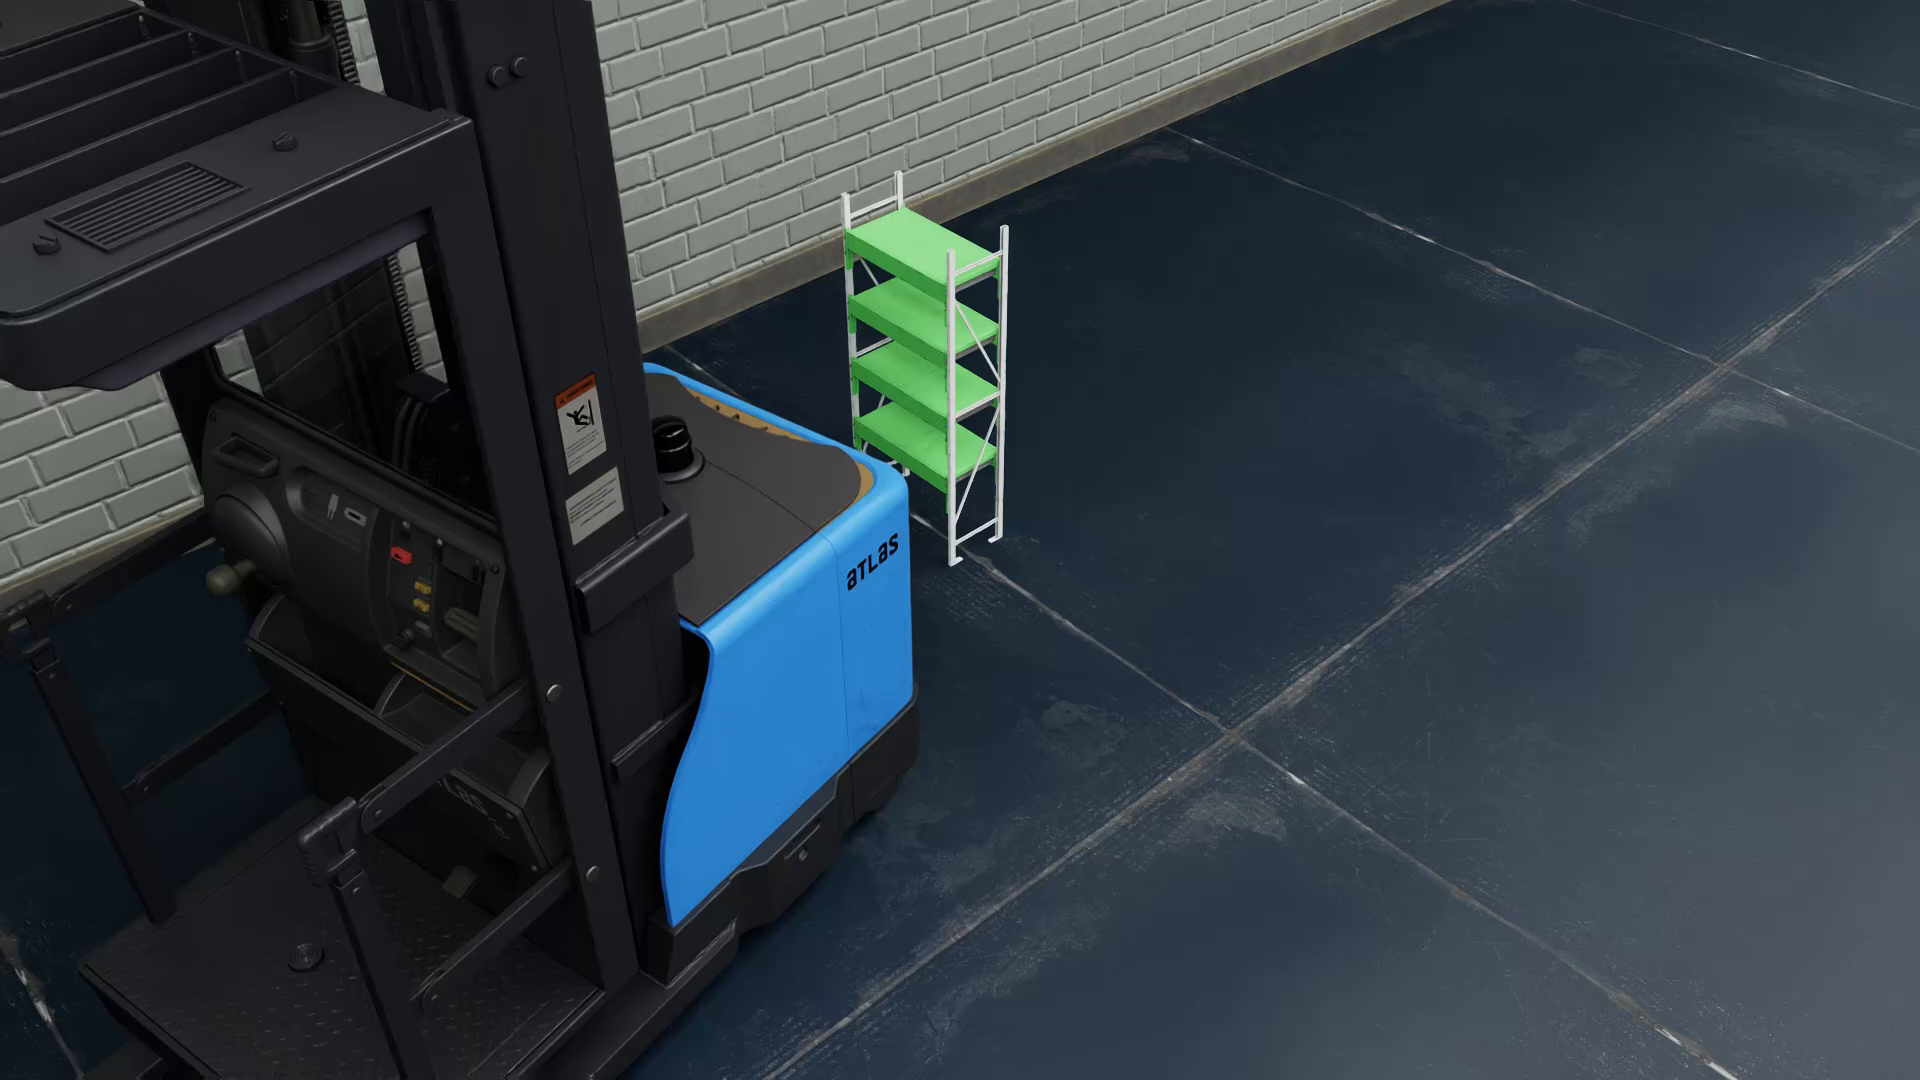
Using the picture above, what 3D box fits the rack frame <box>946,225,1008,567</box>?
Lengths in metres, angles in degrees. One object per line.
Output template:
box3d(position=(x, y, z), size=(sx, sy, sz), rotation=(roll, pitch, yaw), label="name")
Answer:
box3d(position=(0.053, -0.430, 5.328), size=(0.240, 1.200, 0.015), rotation=(-30, 48, -32), label="rack frame")

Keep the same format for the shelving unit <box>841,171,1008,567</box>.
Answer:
box3d(position=(-0.112, -0.543, 5.468), size=(0.258, 1.200, 0.503), rotation=(-30, 48, -32), label="shelving unit")

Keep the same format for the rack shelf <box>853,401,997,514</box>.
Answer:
box3d(position=(-0.112, -0.307, 5.659), size=(0.258, 0.148, 0.480), rotation=(-30, 48, -32), label="rack shelf")

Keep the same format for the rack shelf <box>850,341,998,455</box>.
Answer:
box3d(position=(-0.112, -0.494, 5.508), size=(0.258, 0.148, 0.480), rotation=(-30, 48, -32), label="rack shelf")

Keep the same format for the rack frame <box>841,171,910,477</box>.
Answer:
box3d(position=(-0.277, -0.656, 5.608), size=(0.240, 1.200, 0.015), rotation=(-30, 48, -32), label="rack frame")

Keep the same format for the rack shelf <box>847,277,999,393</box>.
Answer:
box3d(position=(-0.112, -0.680, 5.357), size=(0.258, 0.148, 0.480), rotation=(-30, 48, -32), label="rack shelf")

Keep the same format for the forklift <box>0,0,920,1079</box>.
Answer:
box3d(position=(-1.382, 0.098, 3.296), size=(1.130, 2.935, 3.031), rotation=(24, 45, 27), label="forklift")

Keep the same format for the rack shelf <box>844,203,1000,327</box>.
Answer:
box3d(position=(-0.112, -0.867, 5.206), size=(0.258, 0.148, 0.480), rotation=(-30, 48, -32), label="rack shelf")
